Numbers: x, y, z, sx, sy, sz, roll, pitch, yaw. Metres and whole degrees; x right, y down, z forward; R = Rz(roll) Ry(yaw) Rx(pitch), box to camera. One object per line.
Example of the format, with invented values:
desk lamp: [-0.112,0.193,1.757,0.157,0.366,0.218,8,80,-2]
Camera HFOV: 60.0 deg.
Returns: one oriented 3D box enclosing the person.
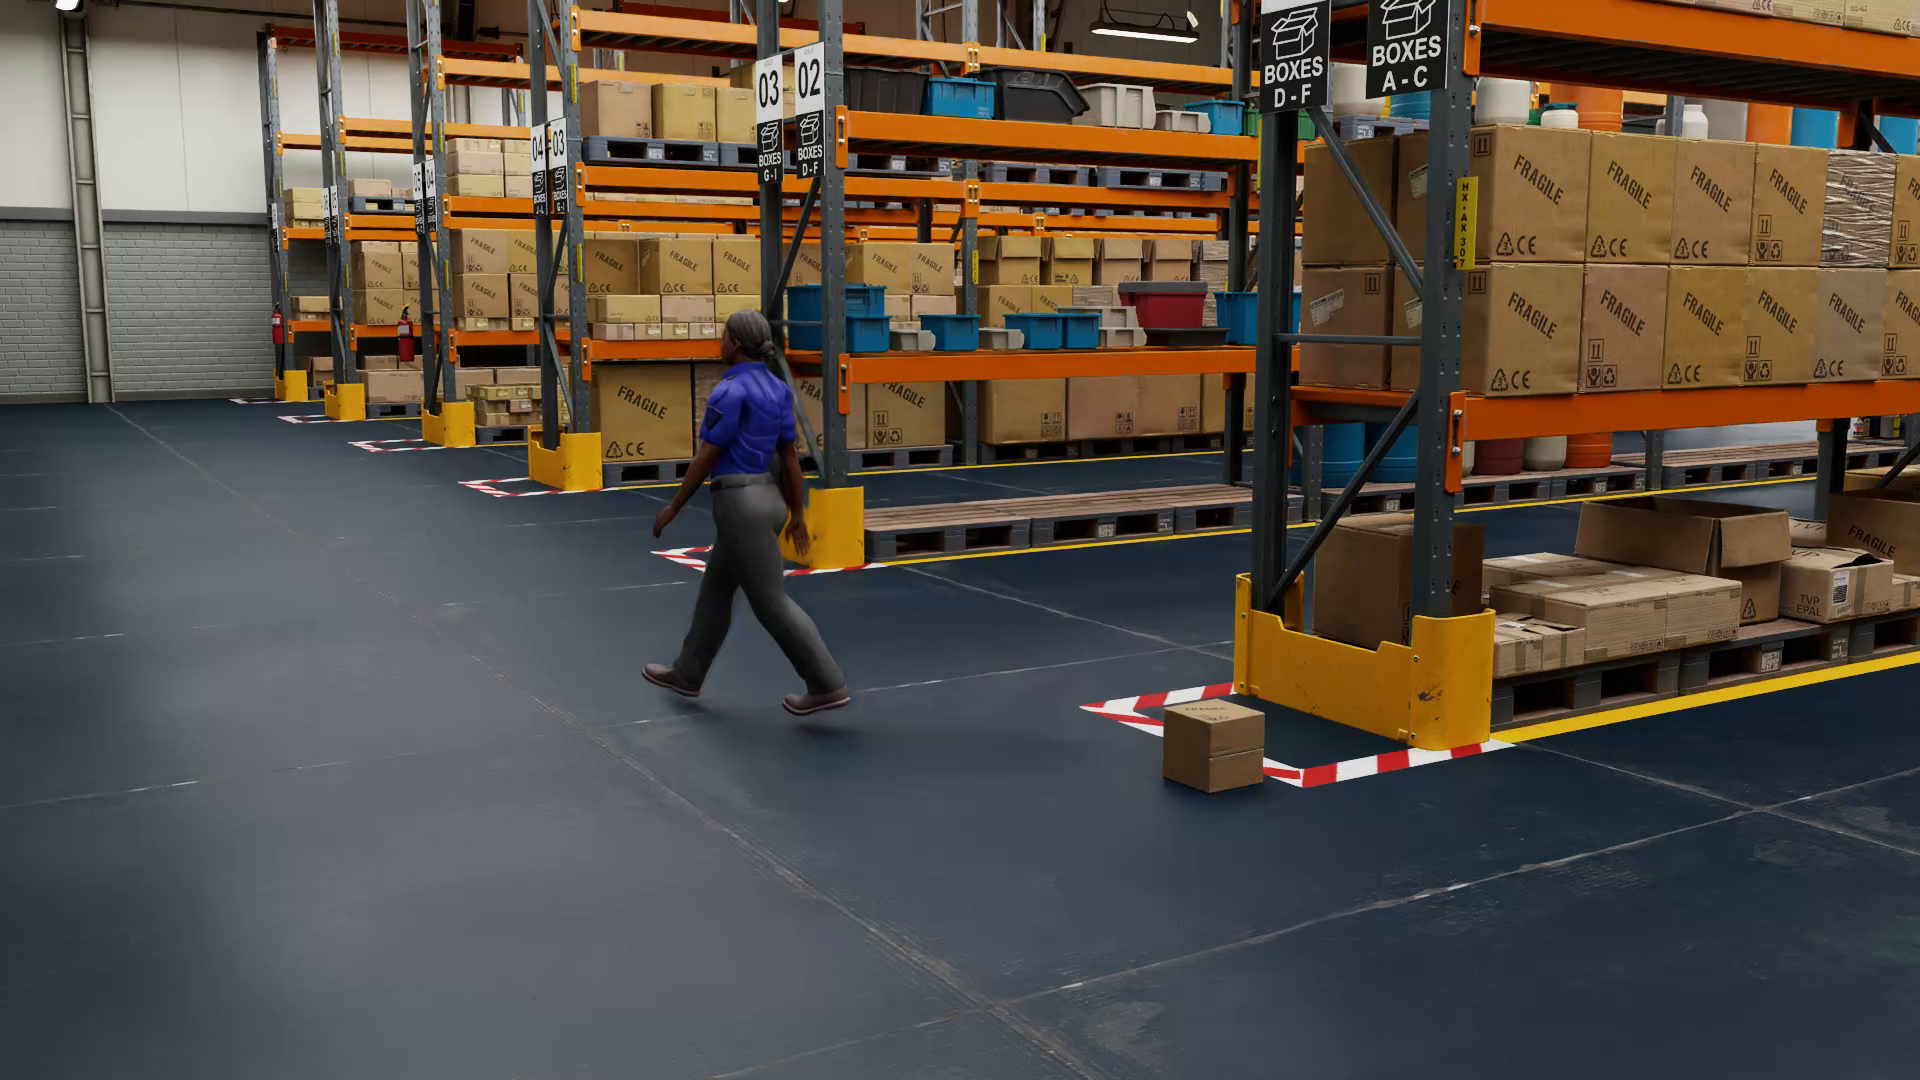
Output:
person: [-0.893,-0.114,6.606,1.043,1.594,0.458,3,9,20]
